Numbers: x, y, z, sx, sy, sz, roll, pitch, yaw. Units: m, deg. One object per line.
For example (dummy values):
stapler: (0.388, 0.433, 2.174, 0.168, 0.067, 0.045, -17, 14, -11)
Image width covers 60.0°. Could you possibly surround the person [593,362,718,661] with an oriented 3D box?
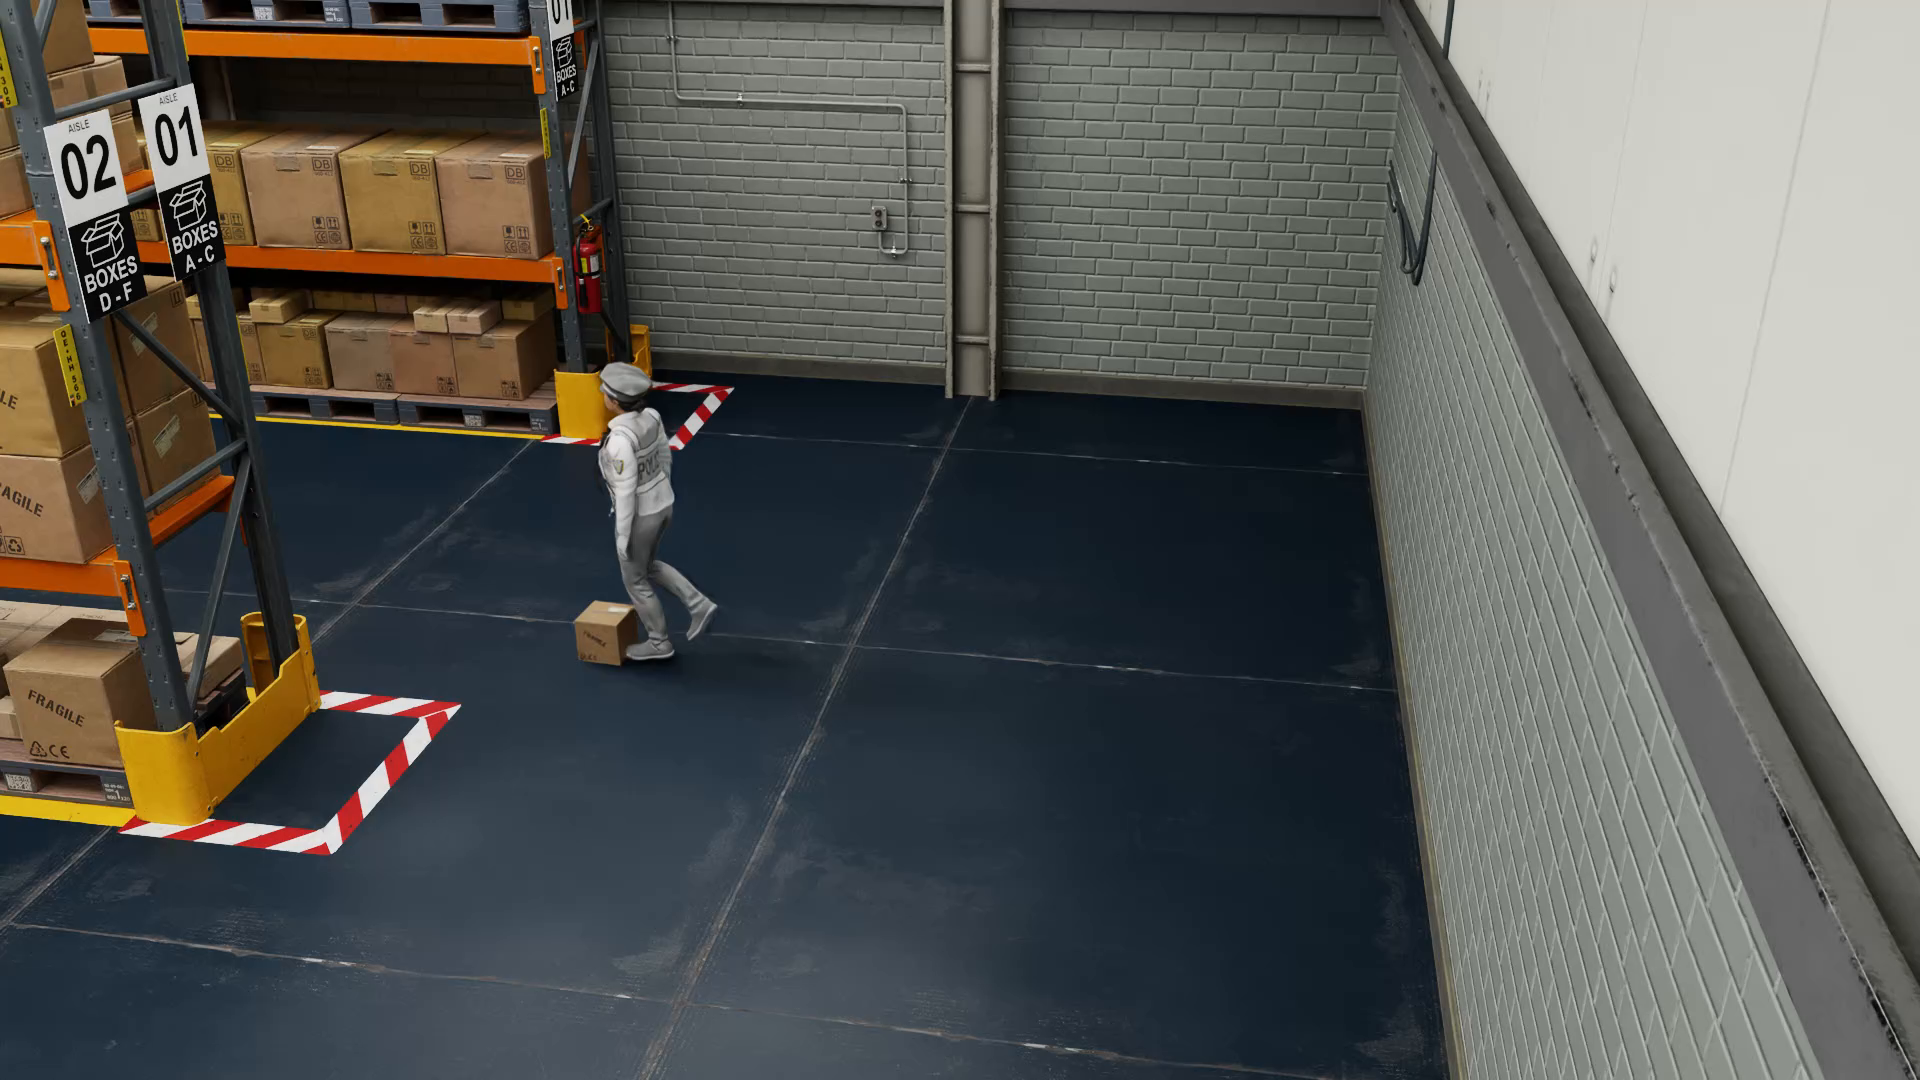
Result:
person: (-1.613, -0.131, 8.830, 0.530, 1.678, 0.519, 7, 26, 15)
